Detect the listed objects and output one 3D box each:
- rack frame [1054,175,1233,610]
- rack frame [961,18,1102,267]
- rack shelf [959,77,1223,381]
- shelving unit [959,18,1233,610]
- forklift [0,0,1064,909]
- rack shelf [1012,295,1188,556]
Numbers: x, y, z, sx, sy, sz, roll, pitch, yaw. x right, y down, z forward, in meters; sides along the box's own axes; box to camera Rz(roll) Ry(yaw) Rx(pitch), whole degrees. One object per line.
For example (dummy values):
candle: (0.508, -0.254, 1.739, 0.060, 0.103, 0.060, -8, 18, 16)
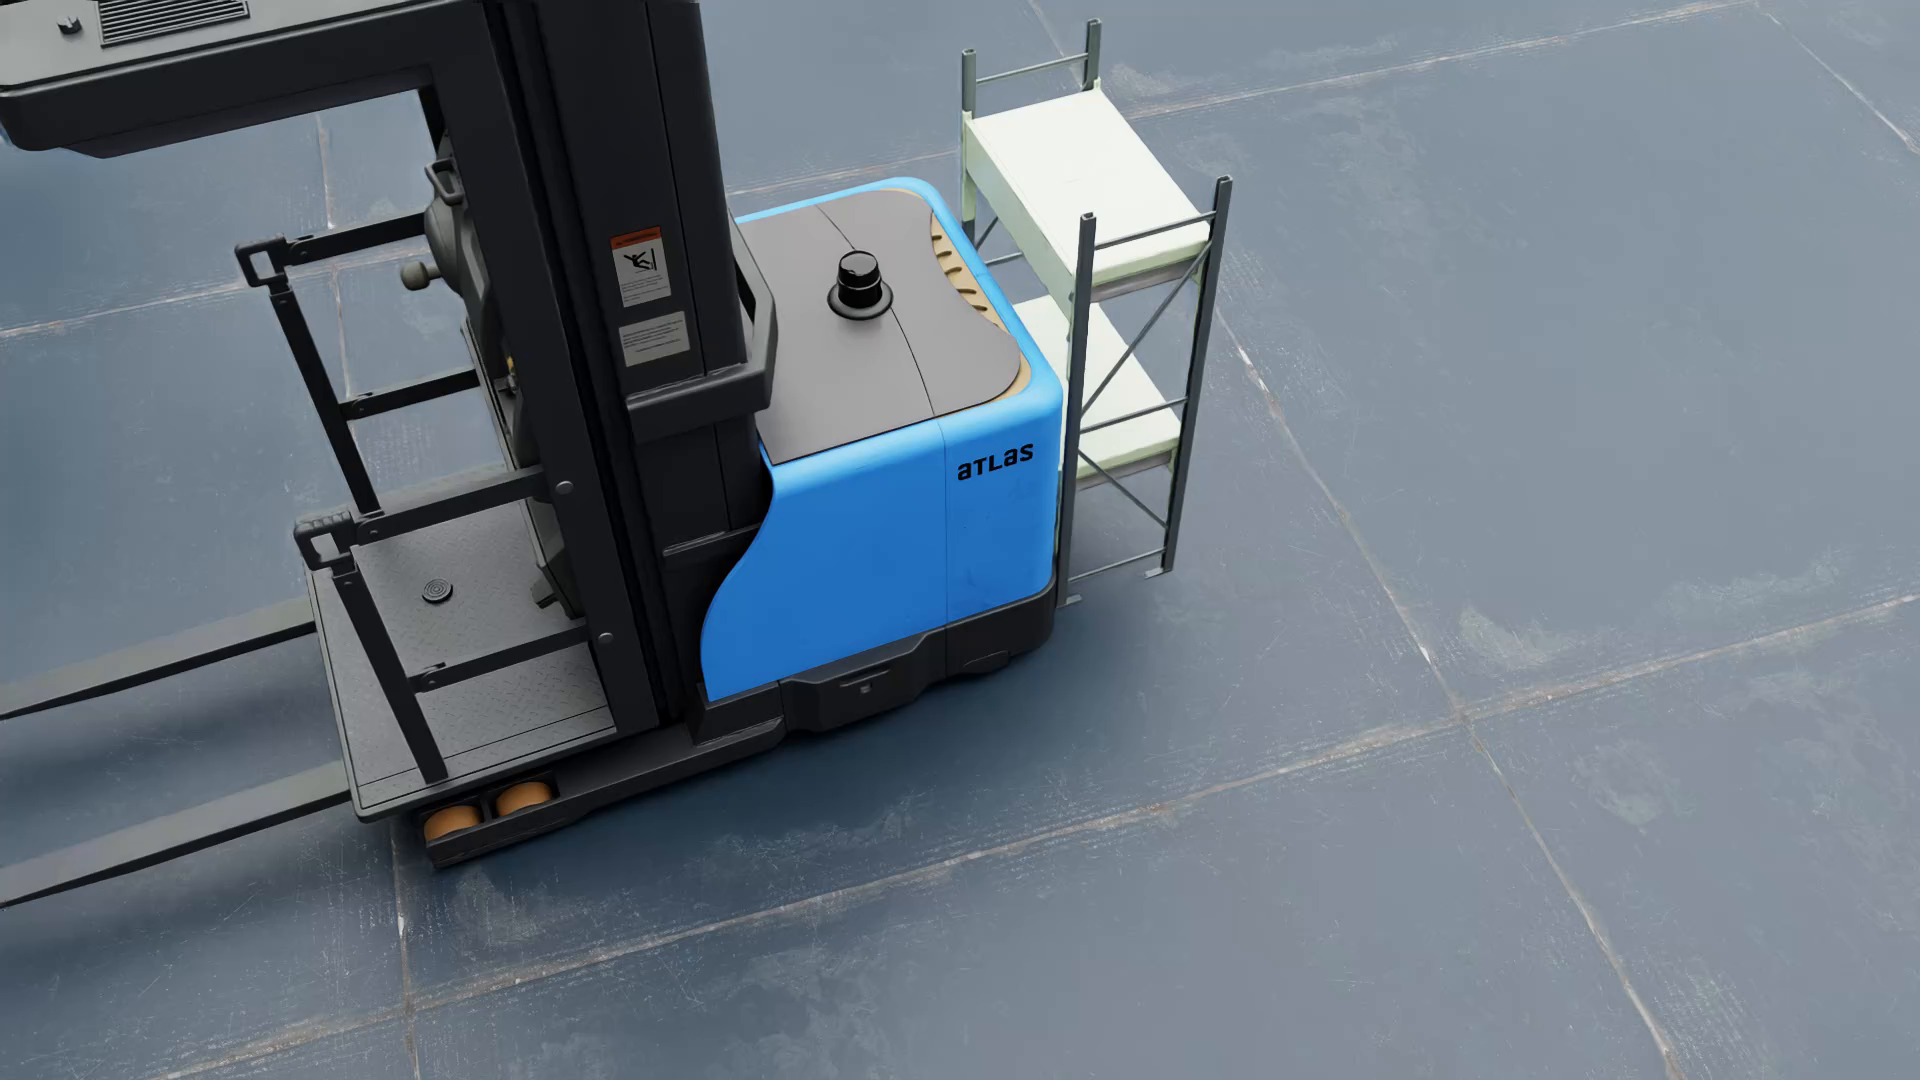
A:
rack frame: (0.473, -0.338, 4.554, 0.400, 1.500, 0.023, -18, 52, -14)
rack frame: (0.192, -0.854, 4.989, 0.400, 1.500, 0.023, -18, 52, -14)
rack shelf: (0.333, -0.848, 4.473, 0.431, 0.370, 0.720, -18, 52, -14)
shelving unit: (0.333, -0.596, 4.772, 0.431, 1.500, 0.755, -18, 52, -14)
forklift: (-1.290, -0.534, 3.783, 3.031, 2.935, 1.130, -18, 52, -14)
rack shelf: (0.333, -0.386, 5.021, 0.431, 0.370, 0.720, -18, 52, -14)
